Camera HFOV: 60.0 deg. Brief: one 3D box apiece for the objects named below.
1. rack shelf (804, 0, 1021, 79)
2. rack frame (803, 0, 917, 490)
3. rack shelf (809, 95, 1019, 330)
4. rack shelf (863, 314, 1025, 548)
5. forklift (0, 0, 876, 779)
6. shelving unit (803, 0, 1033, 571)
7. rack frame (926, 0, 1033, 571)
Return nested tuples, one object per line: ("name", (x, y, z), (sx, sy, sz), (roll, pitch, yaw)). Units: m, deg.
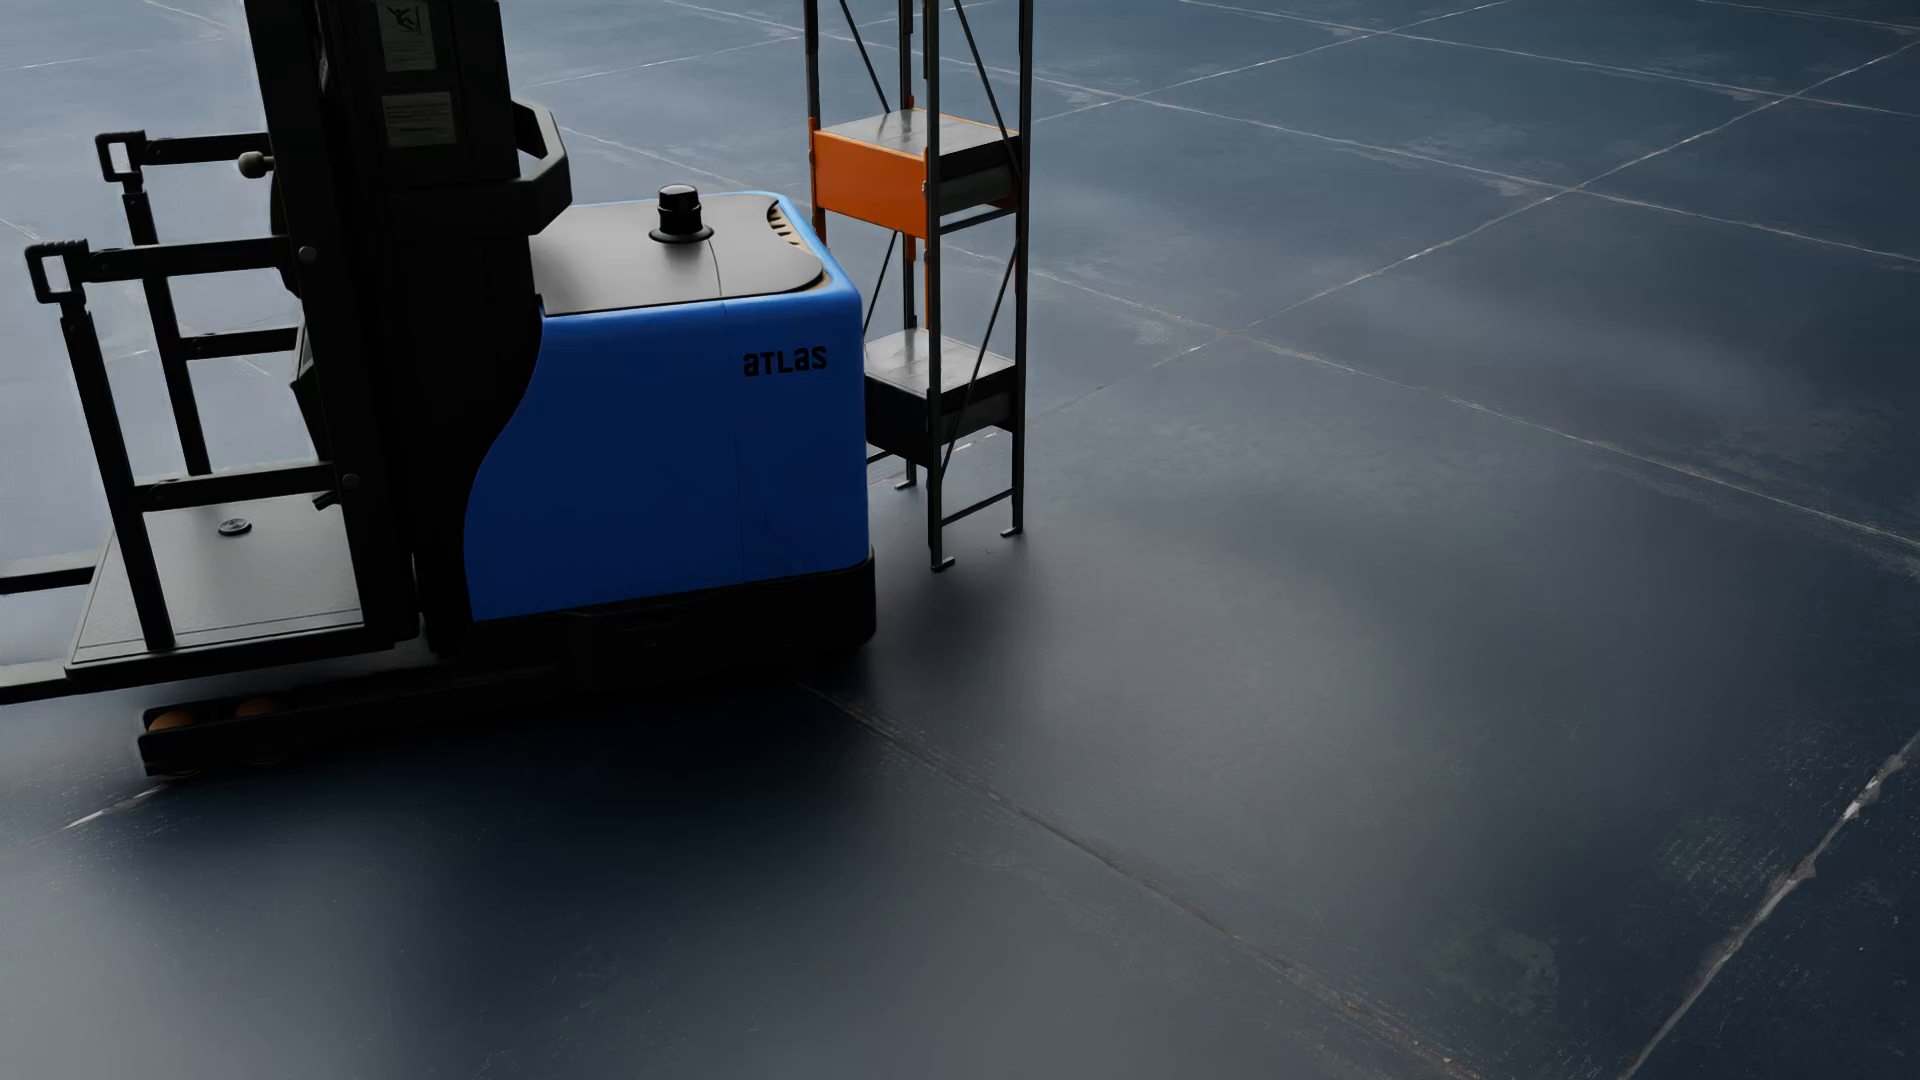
("rack shelf", (-0.118, -1.591, 4.545), (0.480, 0.518, 0.431), (25, 36, 38))
("rack frame", (-0.292, -1.063, 5.015), (0.015, 2.100, 0.400), (25, 36, 38))
("rack shelf", (-0.118, -0.971, 4.870), (0.480, 0.518, 0.431), (25, 36, 38))
("rack shelf", (-0.118, -0.352, 5.196), (0.480, 0.518, 0.431), (25, 36, 38))
("forklift", (-1.808, -0.981, 3.966), (3.031, 2.935, 1.130), (-8, 29, -15))
("shelving unit", (-0.118, -0.983, 4.864), (0.503, 2.100, 0.431), (25, 36, 38))
("rack frame", (0.056, -0.904, 4.713), (0.015, 2.100, 0.400), (25, 36, 38))
